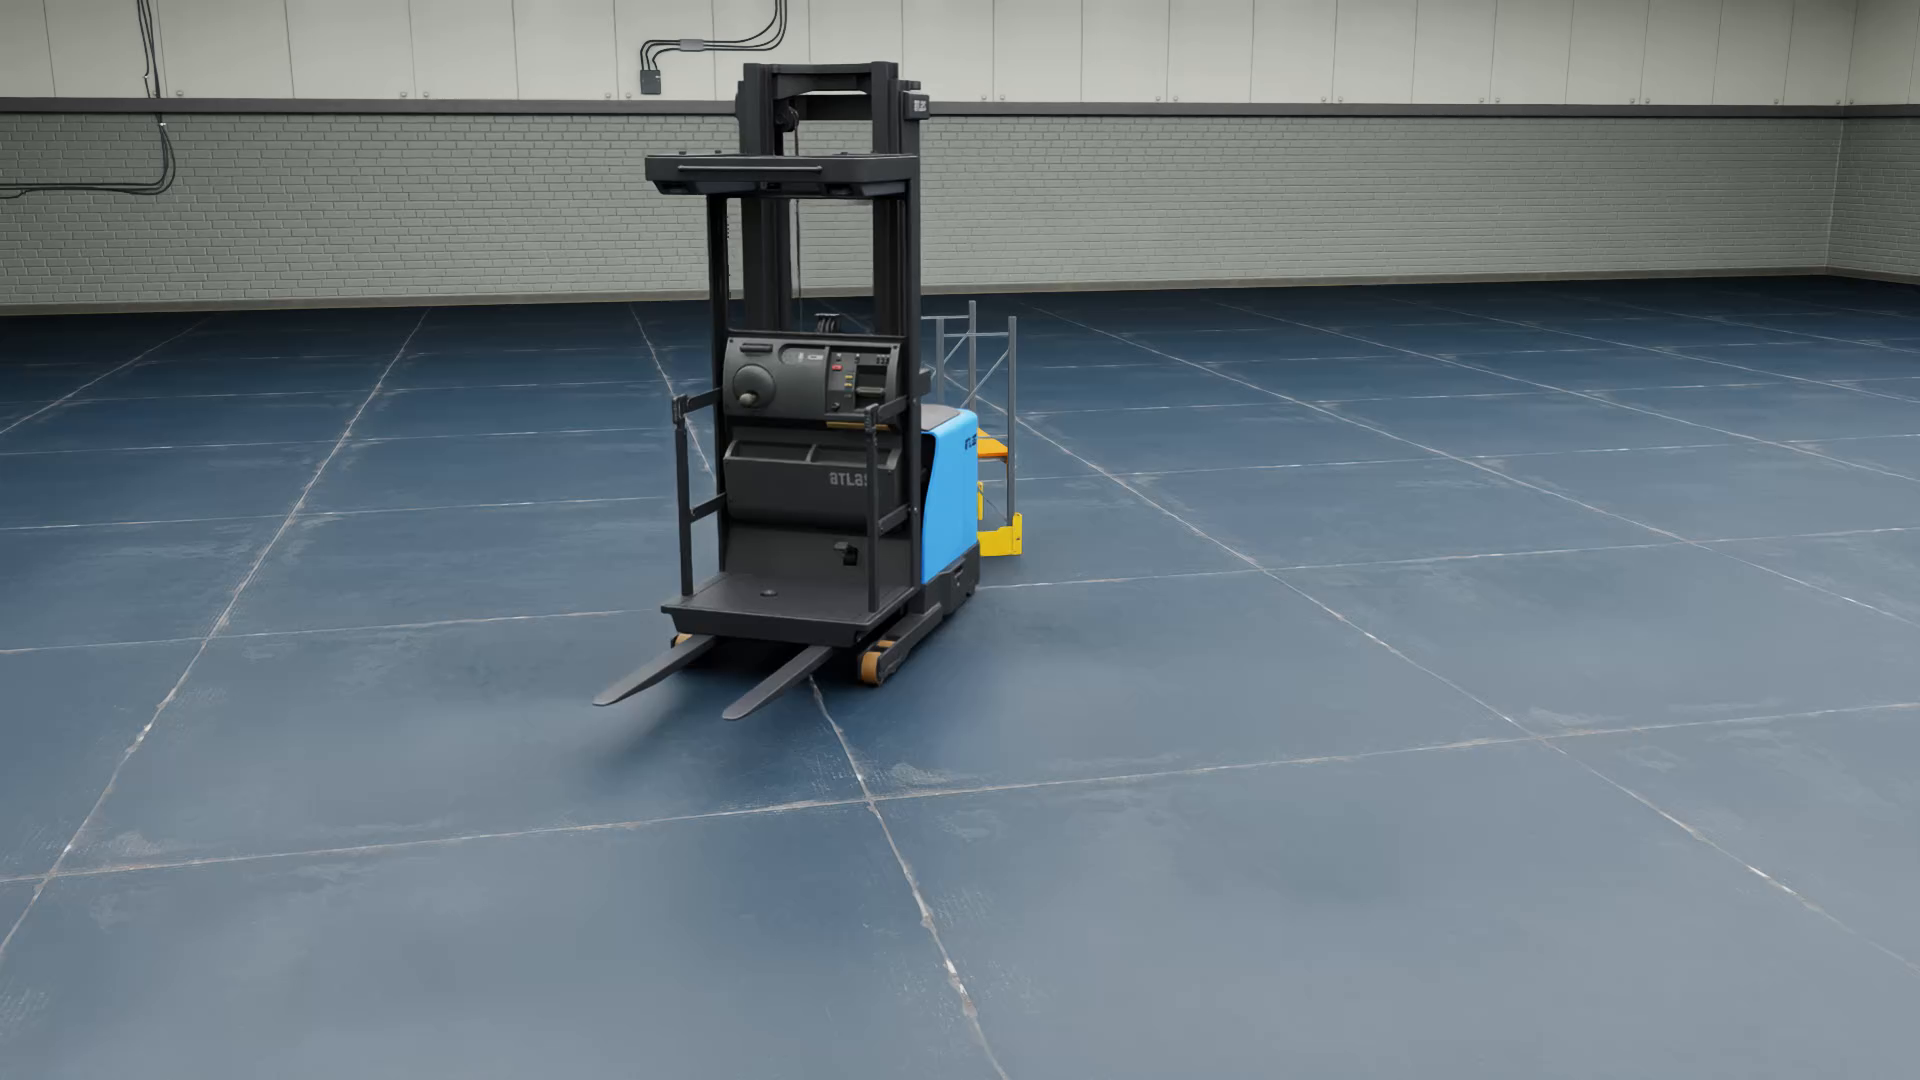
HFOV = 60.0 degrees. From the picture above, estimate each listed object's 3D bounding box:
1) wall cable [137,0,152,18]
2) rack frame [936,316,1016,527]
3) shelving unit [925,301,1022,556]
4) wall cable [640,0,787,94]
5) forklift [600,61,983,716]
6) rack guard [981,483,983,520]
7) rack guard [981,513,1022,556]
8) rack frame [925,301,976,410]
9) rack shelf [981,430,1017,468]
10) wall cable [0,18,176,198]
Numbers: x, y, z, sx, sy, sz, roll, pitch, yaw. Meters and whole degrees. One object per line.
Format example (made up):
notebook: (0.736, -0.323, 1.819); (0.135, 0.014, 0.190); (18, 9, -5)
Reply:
wall cable: (-10.417, -8.811, 23.934); (3.097, 2.526, 0.112); (-3, 14, -13)
rack frame: (0.099, -0.631, 10.350); (0.500, 1.500, 0.032); (-3, 14, -13)
shelving unit: (-0.018, -0.746, 10.821); (0.587, 1.500, 1.083); (-3, 14, -13)
wall cable: (-3.815, -9.893, 25.295); (2.305, 6.003, 0.169); (-3, 14, -13)
forklift: (-0.789, -0.841, 8.192); (1.130, 2.935, 3.031); (4, 14, 17)
rack guard: (-0.135, -0.254, 11.440); (0.587, 0.250, 0.087); (-3, 14, -13)
rack guard: (0.099, -0.024, 10.499); (0.587, 0.250, 0.087); (-3, 14, -13)
rack frame: (-0.139, -0.866, 11.310); (0.500, 1.500, 0.032); (-3, 14, -13)
rack shelf: (-0.020, -0.574, 10.872); (0.538, 0.185, 1.000); (-3, 14, -13)
wall cable: (-13.047, -6.207, 23.916); (3.097, 2.526, 0.112); (-3, 14, -13)
